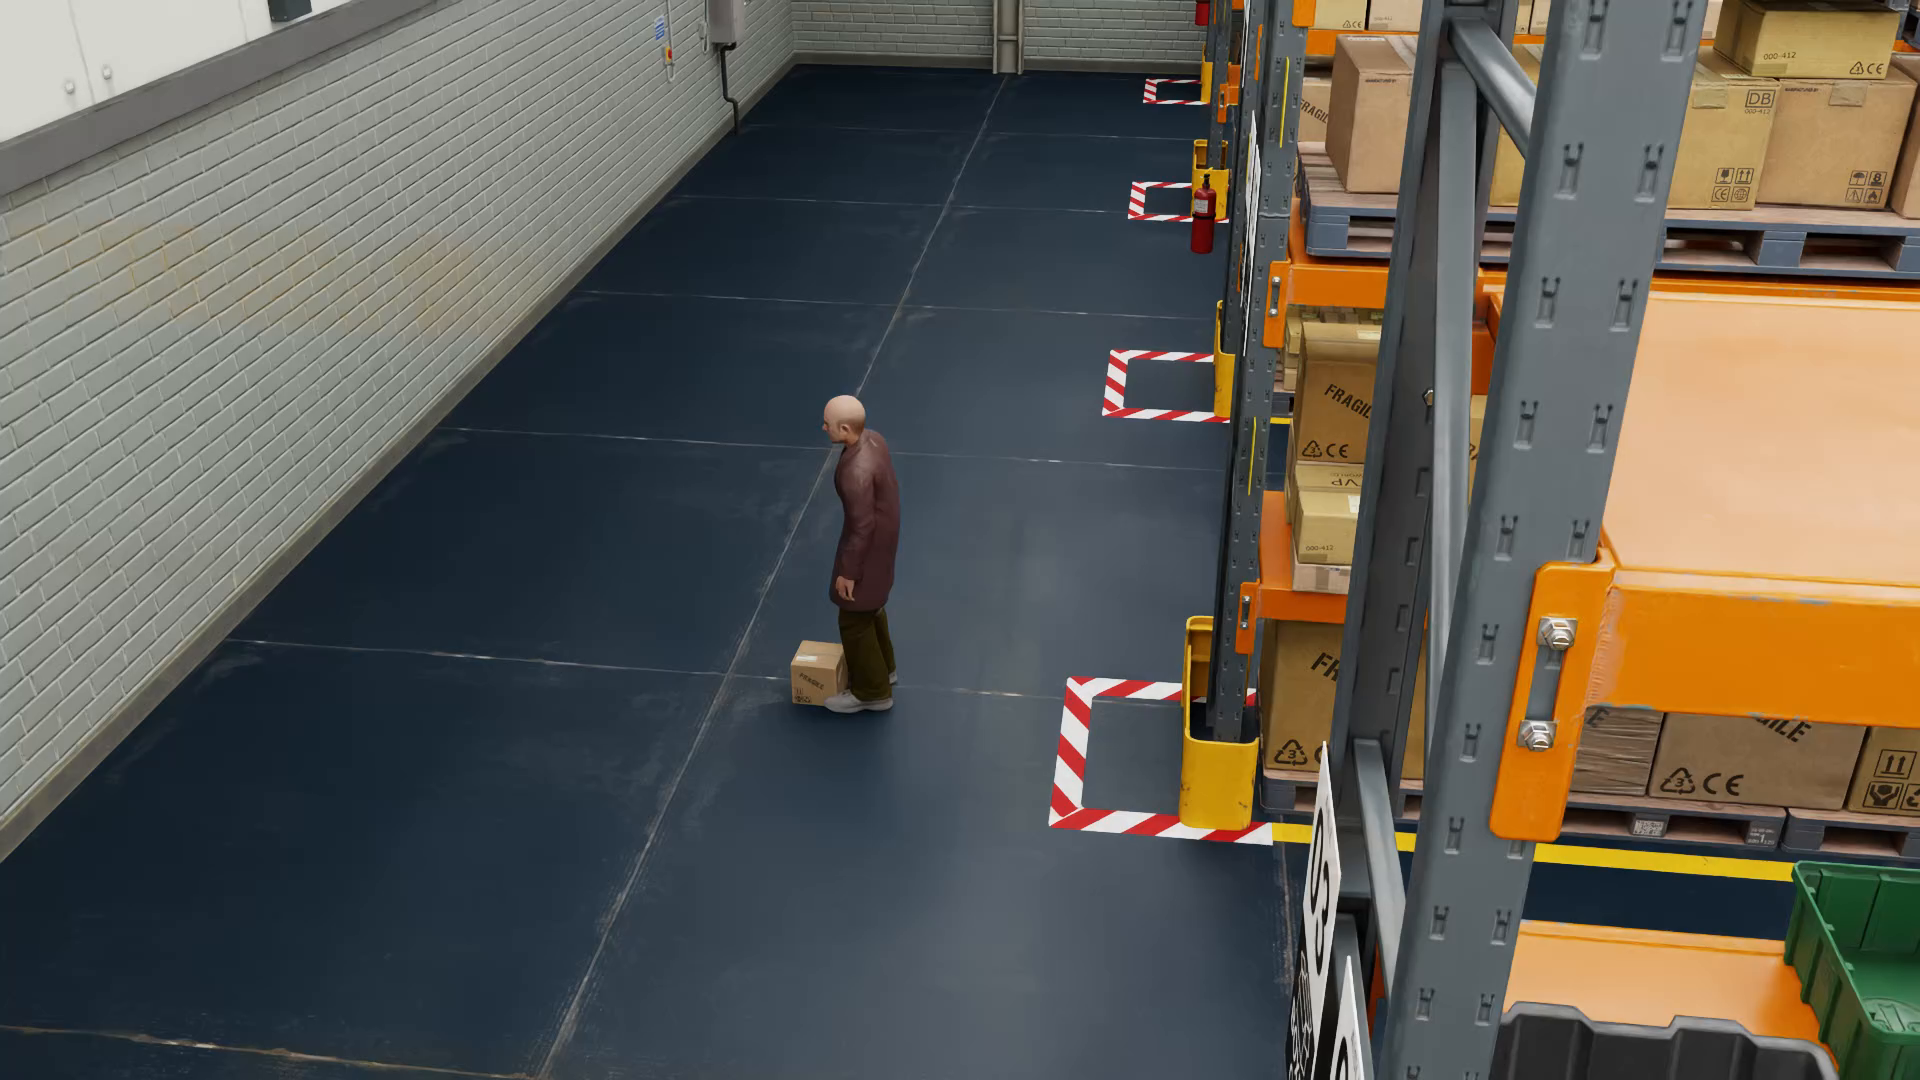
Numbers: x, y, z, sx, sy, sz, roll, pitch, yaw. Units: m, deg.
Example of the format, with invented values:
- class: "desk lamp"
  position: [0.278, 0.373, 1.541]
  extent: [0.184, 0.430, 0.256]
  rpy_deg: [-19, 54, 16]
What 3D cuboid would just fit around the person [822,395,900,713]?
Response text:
- class: "person"
  position: [-0.514, 0.067, 8.633]
  extent: [0.415, 1.774, 0.655]
  rpy_deg: [3, 28, 5]
